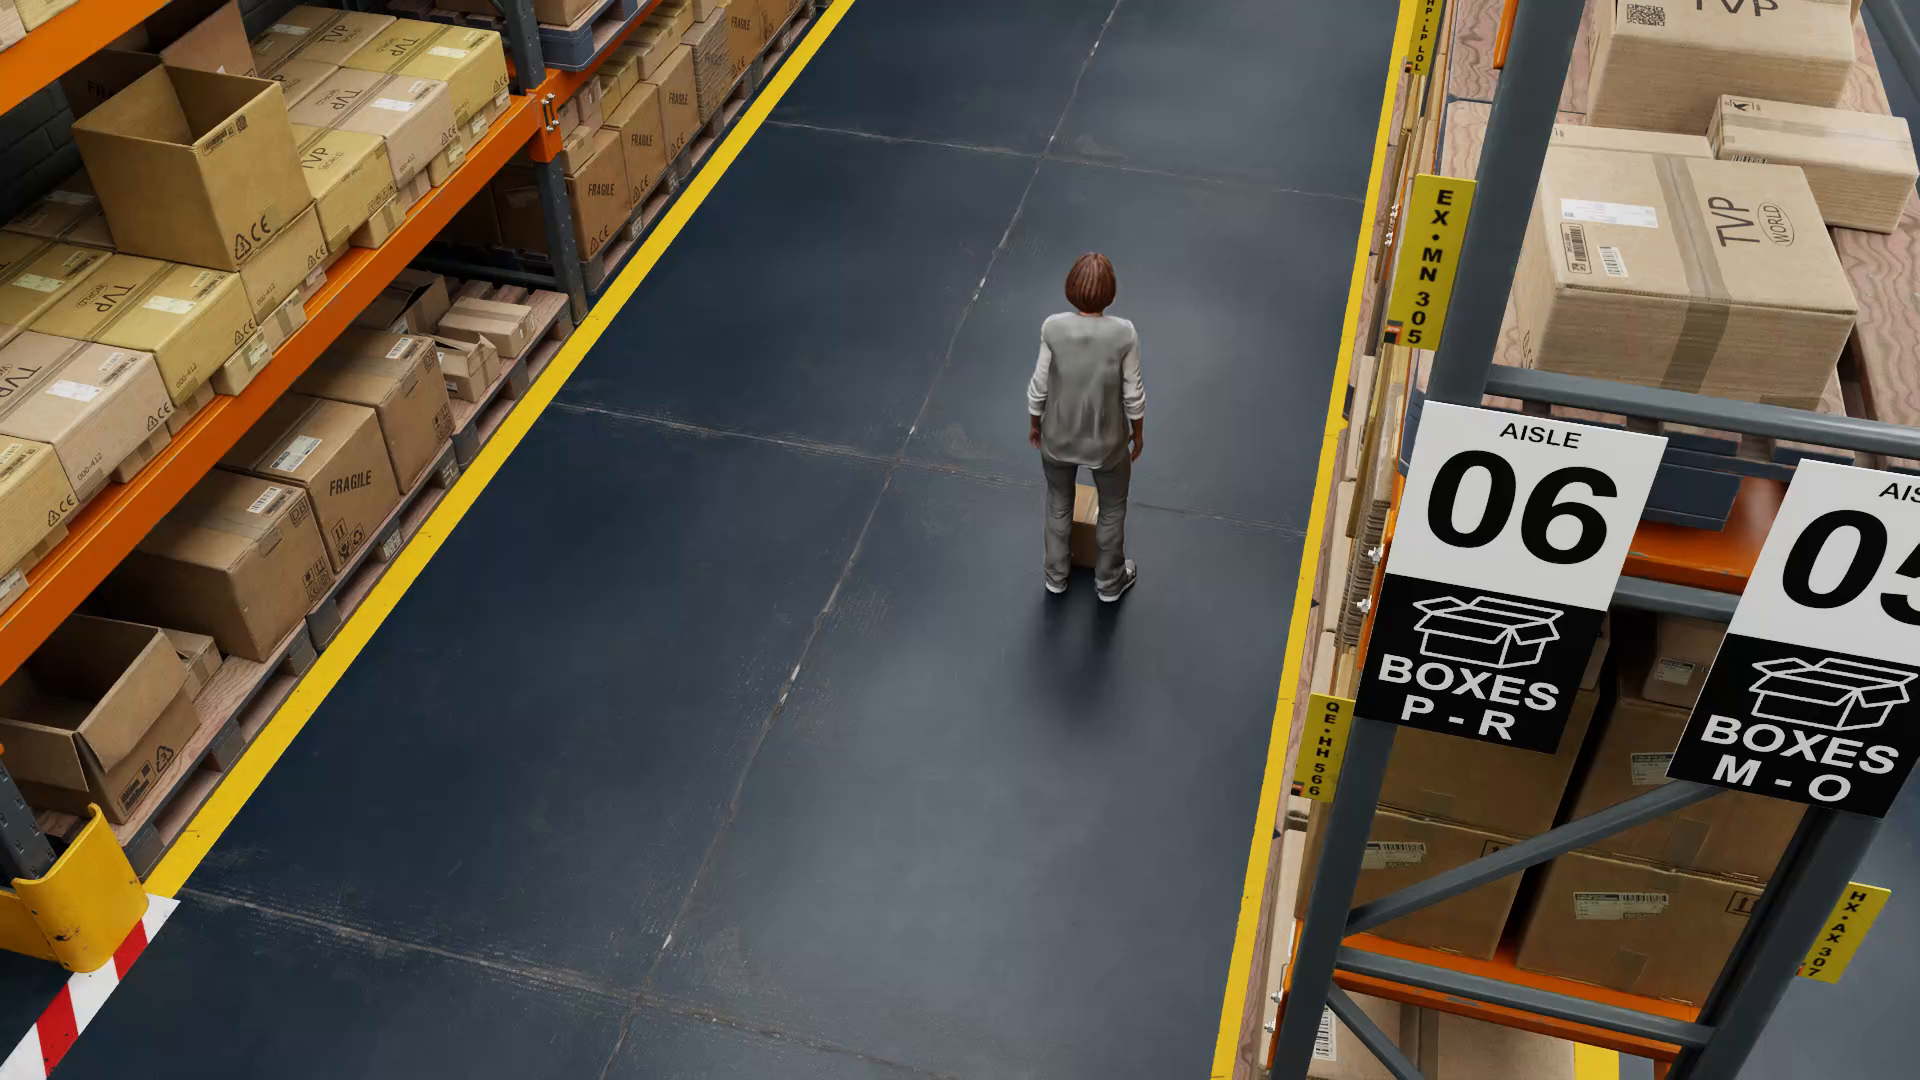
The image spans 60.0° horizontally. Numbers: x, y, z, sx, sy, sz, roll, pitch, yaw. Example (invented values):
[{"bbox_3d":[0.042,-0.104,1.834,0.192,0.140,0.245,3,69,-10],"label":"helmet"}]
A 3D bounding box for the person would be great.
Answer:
[{"bbox_3d":[0.505,-0.408,6.627,0.483,1.592,0.347,8,42,9],"label":"person"}]
